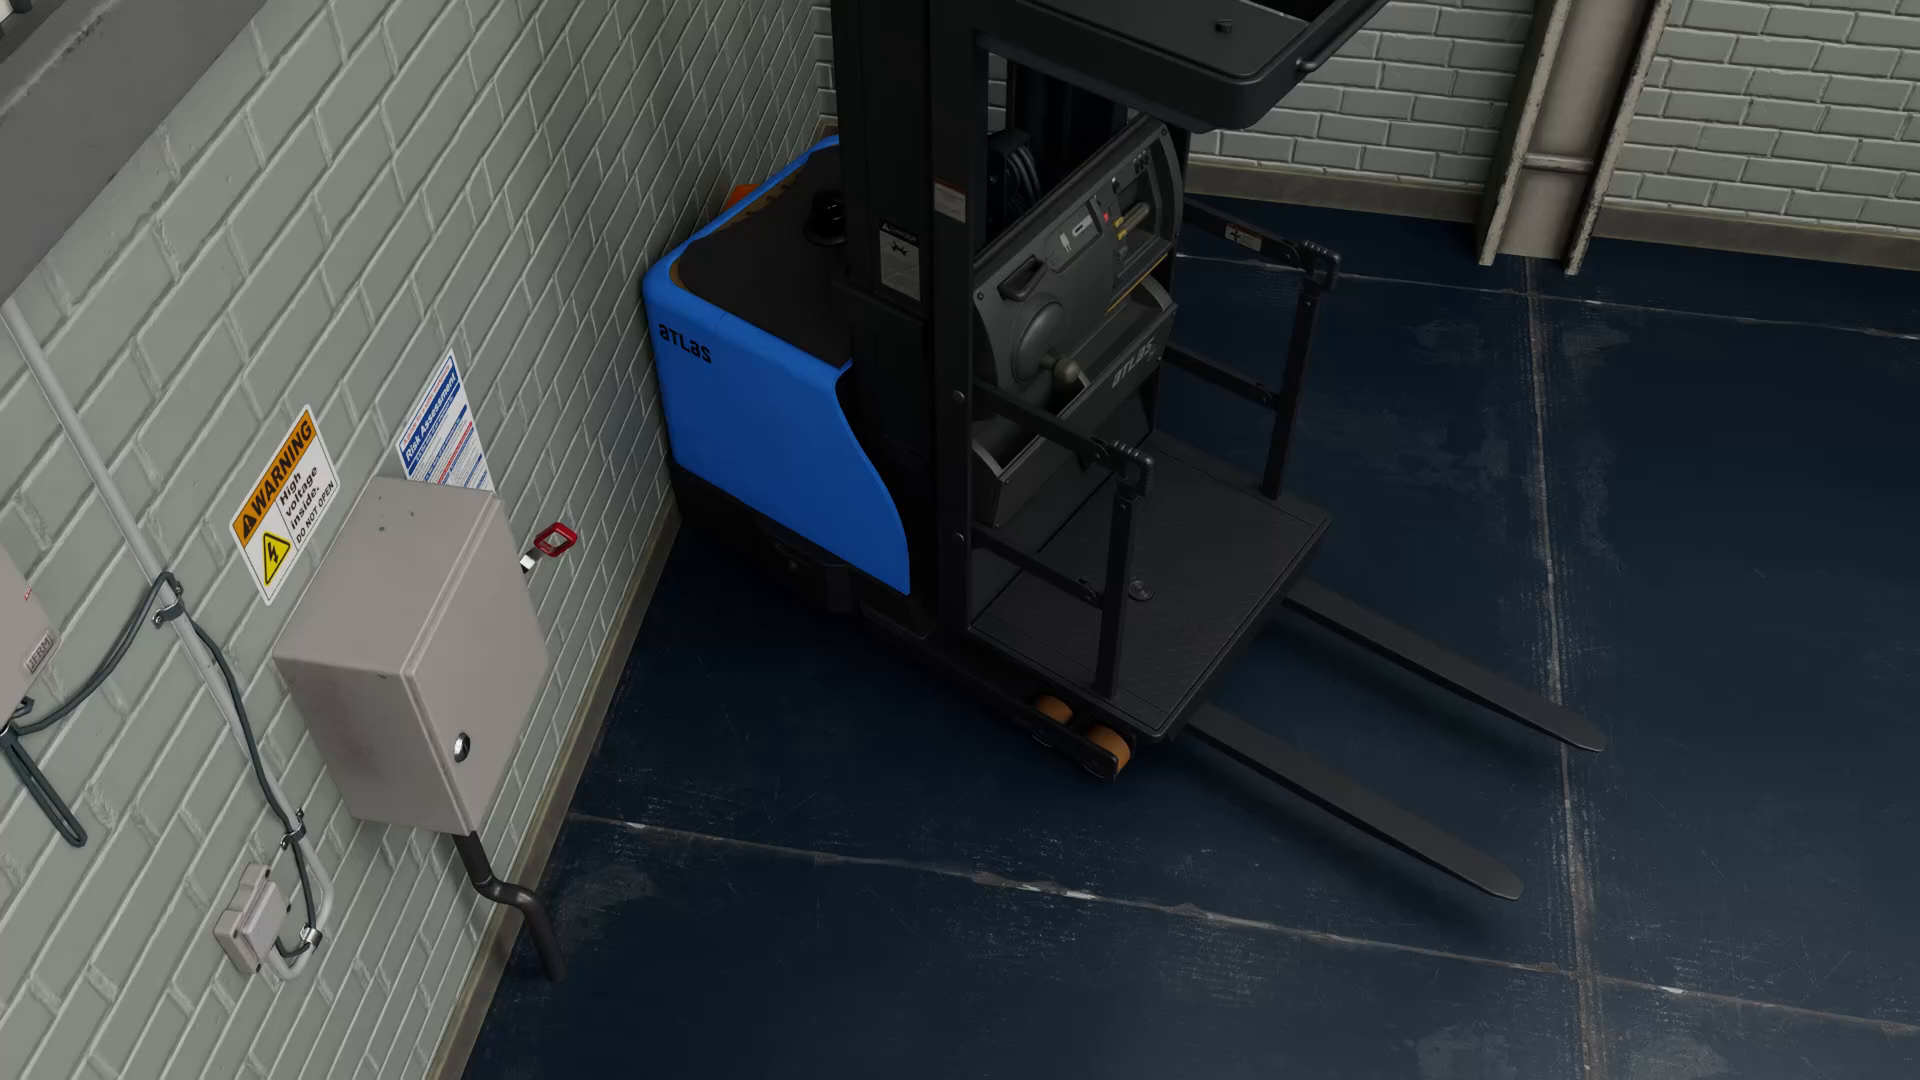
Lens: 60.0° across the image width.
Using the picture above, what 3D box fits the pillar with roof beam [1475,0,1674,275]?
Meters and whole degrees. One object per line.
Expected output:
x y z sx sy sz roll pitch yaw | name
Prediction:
1.560 -1.064 0.656 0.400 9.000 9.100 8 49 7 | pillar with roof beam

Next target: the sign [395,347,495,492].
-1.212 -0.164 3.945 0.001 0.494 0.329 8 49 7 | sign

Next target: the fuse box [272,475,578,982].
-1.096 0.624 4.039 0.414 1.711 0.539 8 49 7 | fuse box

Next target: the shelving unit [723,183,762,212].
-0.688 -1.195 5.784 1.083 1.500 0.587 -7 44 -5 | shelving unit

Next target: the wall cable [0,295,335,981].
-1.373 0.332 2.752 0.122 1.984 0.588 8 49 7 | wall cable

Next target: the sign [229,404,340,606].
-1.310 -0.070 3.241 0.001 0.242 0.339 8 49 7 | sign

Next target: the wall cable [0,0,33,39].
-1.039 -2.708 2.108 0.133 3.039 2.988 8 49 7 | wall cable

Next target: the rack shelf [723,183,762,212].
-0.674 -1.067 5.911 1.000 0.185 0.538 -7 44 -5 | rack shelf

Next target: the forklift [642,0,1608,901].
0.503 -0.706 4.414 3.031 2.935 1.130 29 54 23 | forklift
